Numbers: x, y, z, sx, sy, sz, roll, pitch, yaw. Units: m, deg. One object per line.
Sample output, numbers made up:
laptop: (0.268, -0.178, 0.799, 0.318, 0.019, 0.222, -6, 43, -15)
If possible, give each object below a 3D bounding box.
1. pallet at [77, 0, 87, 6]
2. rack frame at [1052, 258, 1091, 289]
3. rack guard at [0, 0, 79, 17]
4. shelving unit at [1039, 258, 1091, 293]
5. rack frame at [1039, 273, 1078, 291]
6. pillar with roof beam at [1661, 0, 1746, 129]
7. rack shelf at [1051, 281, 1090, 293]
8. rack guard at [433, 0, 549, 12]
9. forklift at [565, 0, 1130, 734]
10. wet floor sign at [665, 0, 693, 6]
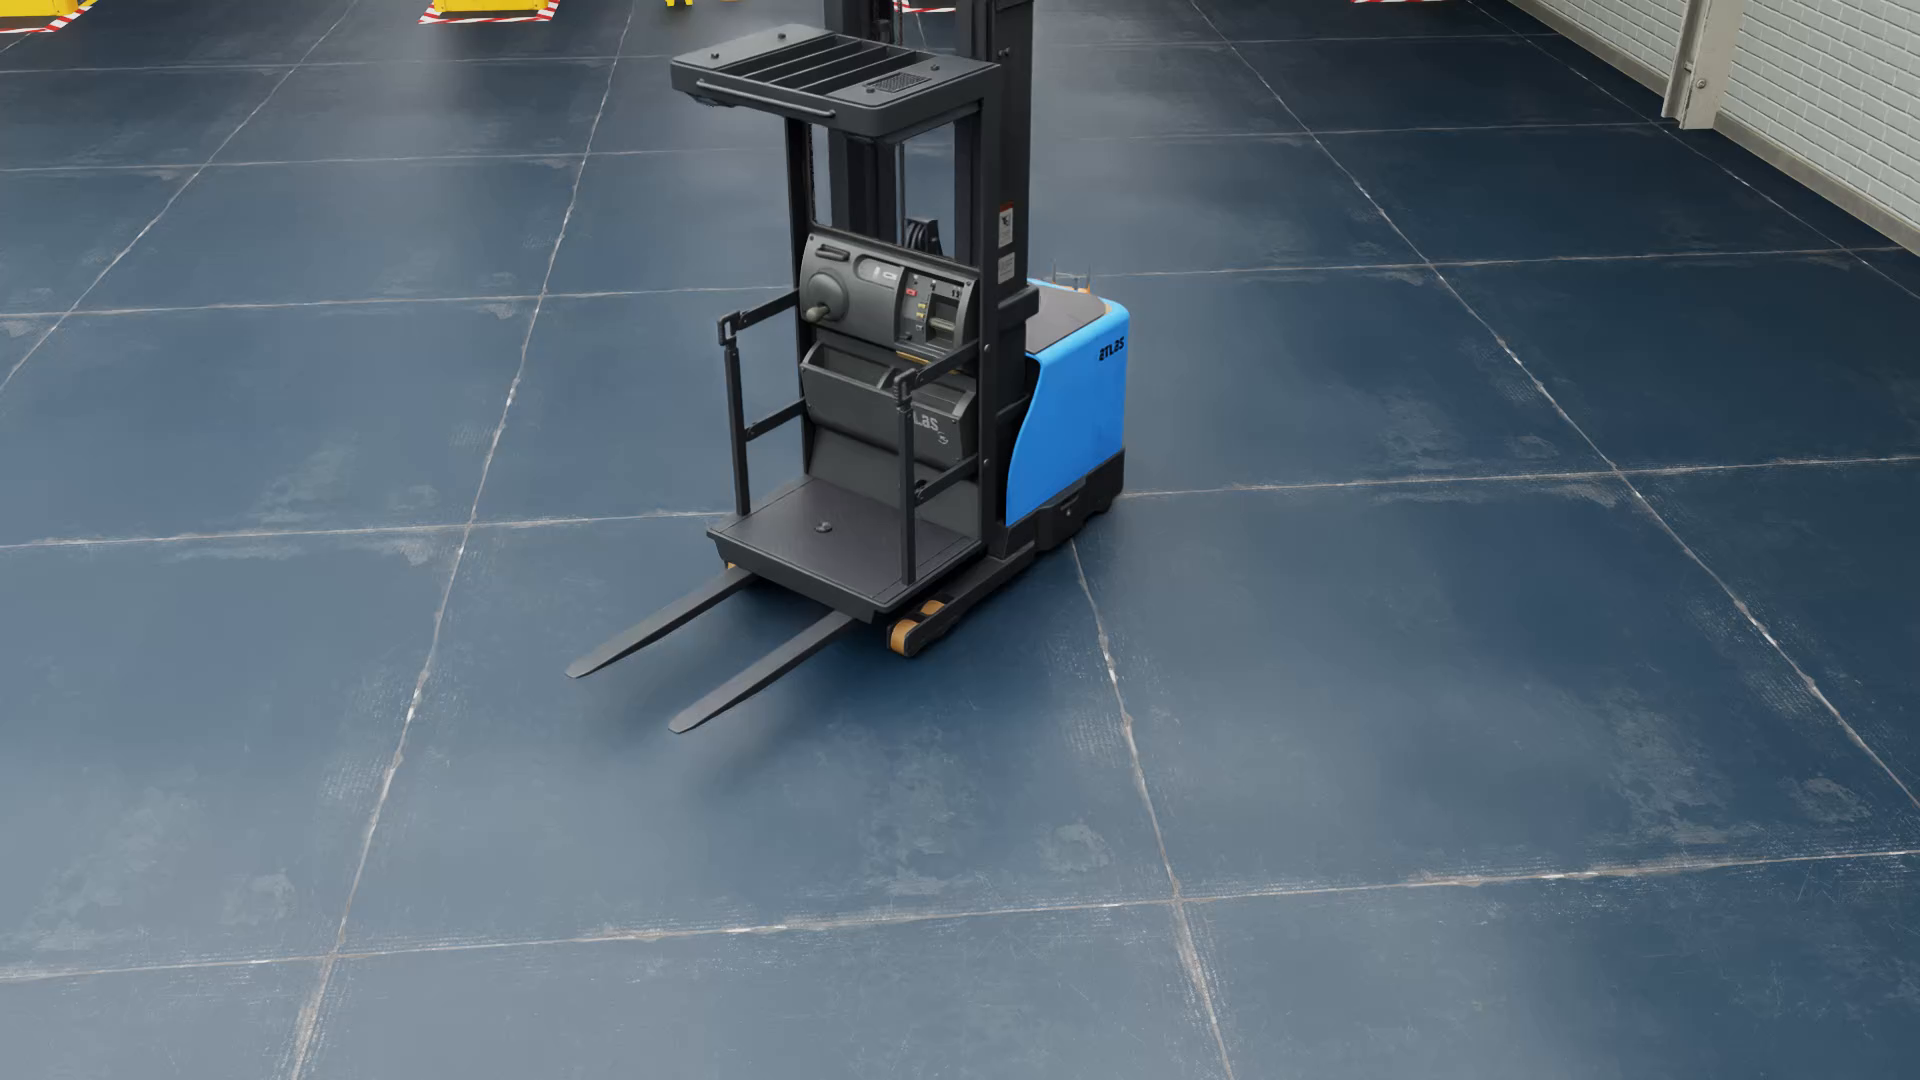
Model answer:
pallet: (-10.007, -6.082, 18.226, 1.003, 0.211, 1.213, -3, 31, -5)
rack frame: (0.572, -0.986, 8.877, 0.200, 1.050, 0.008, 10, 29, 17)
rack guard: (-9.966, -5.789, 17.455, 1.175, 0.500, 0.348, -3, 31, -5)
shelving unit: (0.531, -0.932, 8.775, 0.215, 1.050, 0.252, 10, 29, 17)
rack frame: (0.491, -0.878, 8.673, 0.200, 1.050, 0.008, 10, 29, 17)
pillar with roof beam: (1.956, -7.243, 11.600, 9.100, 9.000, 0.400, -3, 31, -5)
rack shelf: (0.536, -1.173, 8.646, 0.215, 0.259, 0.240, 10, 29, 17)
rack guard: (-5.009, -5.924, 17.681, 1.175, 0.500, 0.348, -3, 31, -5)
forklift: (-0.455, -1.027, 7.110, 1.130, 2.935, 3.031, 21, 37, 31)
wet floor sign: (-3.037, -6.079, 17.798, 0.267, 0.644, 0.232, -8, 32, -13)
